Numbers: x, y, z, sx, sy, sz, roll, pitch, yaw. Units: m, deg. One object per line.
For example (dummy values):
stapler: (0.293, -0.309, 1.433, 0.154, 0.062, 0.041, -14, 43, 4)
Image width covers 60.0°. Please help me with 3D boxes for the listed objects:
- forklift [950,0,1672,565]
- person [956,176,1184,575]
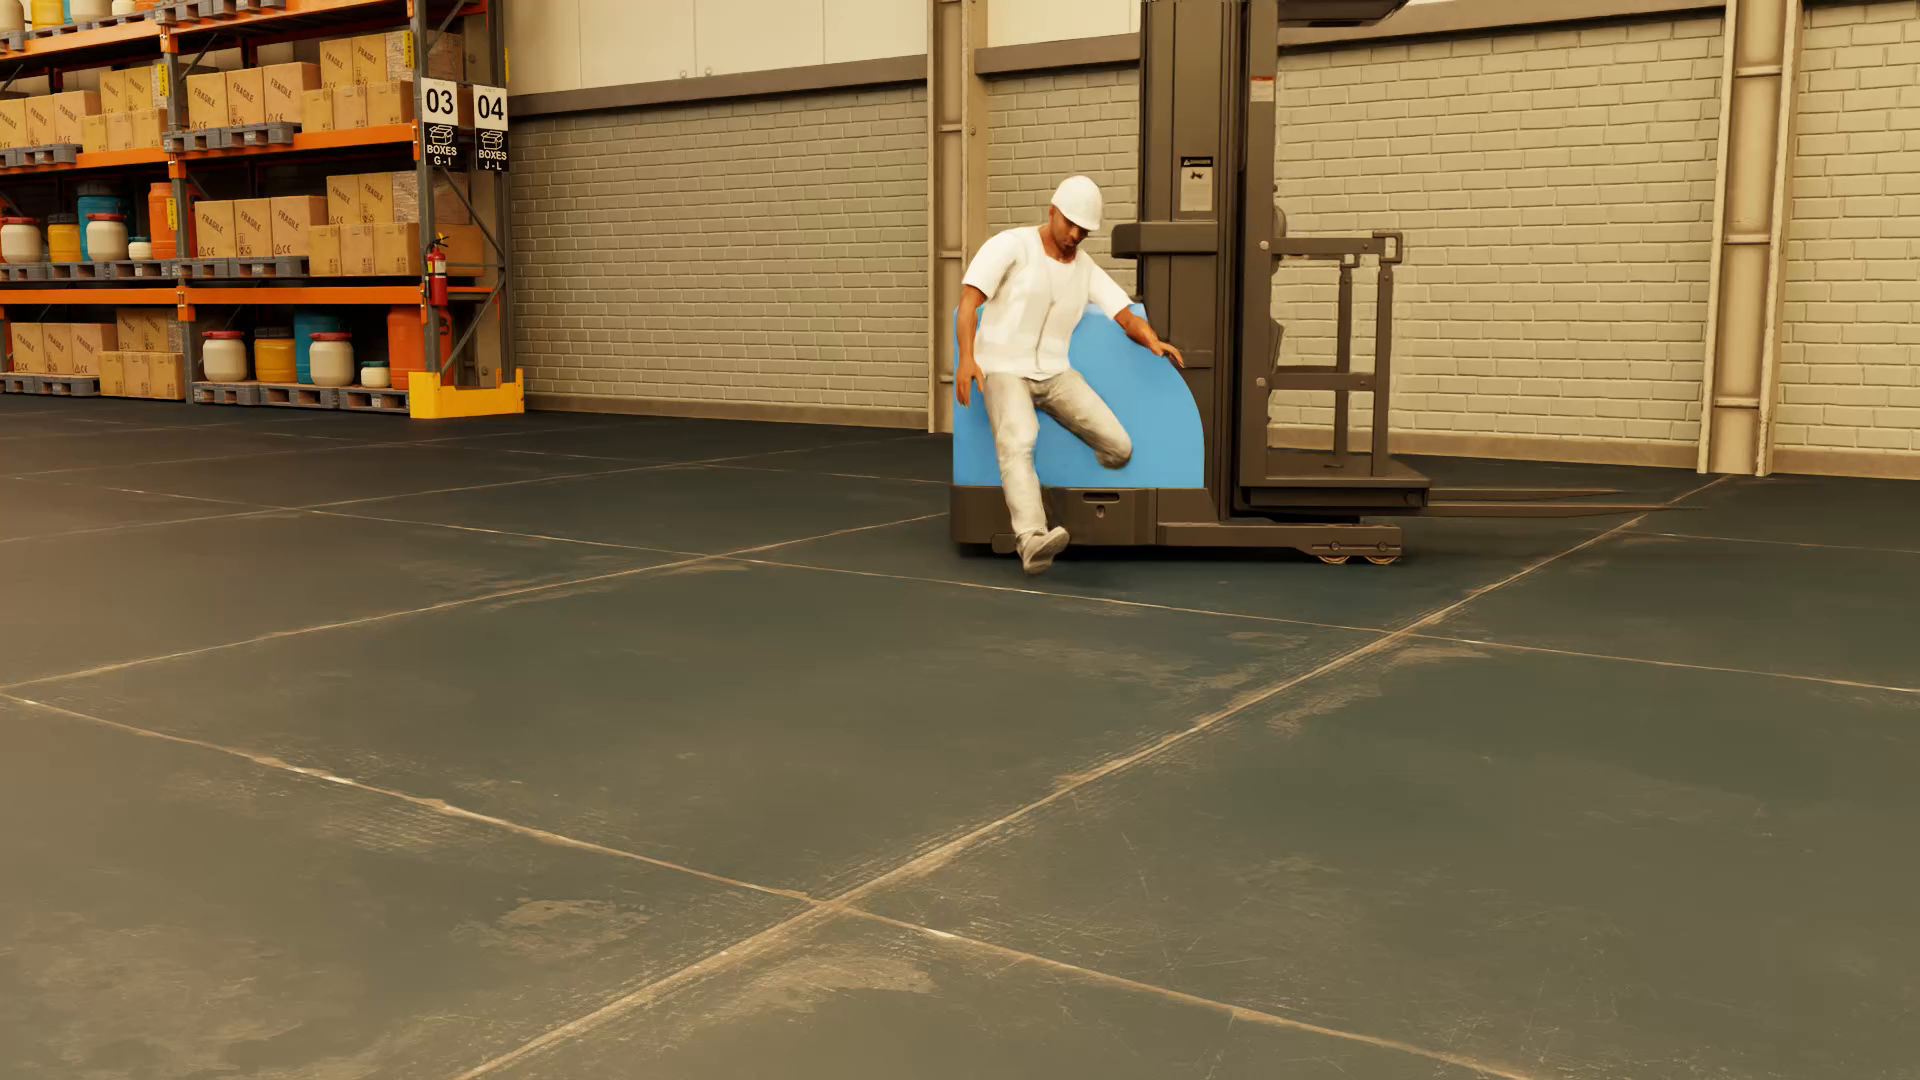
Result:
forklift: (1.498, -1.426, 7.221, 3.031, 2.935, 1.130, 1, 8, 4)
person: (0.489, -0.683, 6.686, 0.970, 1.551, 0.965, -4, 9, -24)
